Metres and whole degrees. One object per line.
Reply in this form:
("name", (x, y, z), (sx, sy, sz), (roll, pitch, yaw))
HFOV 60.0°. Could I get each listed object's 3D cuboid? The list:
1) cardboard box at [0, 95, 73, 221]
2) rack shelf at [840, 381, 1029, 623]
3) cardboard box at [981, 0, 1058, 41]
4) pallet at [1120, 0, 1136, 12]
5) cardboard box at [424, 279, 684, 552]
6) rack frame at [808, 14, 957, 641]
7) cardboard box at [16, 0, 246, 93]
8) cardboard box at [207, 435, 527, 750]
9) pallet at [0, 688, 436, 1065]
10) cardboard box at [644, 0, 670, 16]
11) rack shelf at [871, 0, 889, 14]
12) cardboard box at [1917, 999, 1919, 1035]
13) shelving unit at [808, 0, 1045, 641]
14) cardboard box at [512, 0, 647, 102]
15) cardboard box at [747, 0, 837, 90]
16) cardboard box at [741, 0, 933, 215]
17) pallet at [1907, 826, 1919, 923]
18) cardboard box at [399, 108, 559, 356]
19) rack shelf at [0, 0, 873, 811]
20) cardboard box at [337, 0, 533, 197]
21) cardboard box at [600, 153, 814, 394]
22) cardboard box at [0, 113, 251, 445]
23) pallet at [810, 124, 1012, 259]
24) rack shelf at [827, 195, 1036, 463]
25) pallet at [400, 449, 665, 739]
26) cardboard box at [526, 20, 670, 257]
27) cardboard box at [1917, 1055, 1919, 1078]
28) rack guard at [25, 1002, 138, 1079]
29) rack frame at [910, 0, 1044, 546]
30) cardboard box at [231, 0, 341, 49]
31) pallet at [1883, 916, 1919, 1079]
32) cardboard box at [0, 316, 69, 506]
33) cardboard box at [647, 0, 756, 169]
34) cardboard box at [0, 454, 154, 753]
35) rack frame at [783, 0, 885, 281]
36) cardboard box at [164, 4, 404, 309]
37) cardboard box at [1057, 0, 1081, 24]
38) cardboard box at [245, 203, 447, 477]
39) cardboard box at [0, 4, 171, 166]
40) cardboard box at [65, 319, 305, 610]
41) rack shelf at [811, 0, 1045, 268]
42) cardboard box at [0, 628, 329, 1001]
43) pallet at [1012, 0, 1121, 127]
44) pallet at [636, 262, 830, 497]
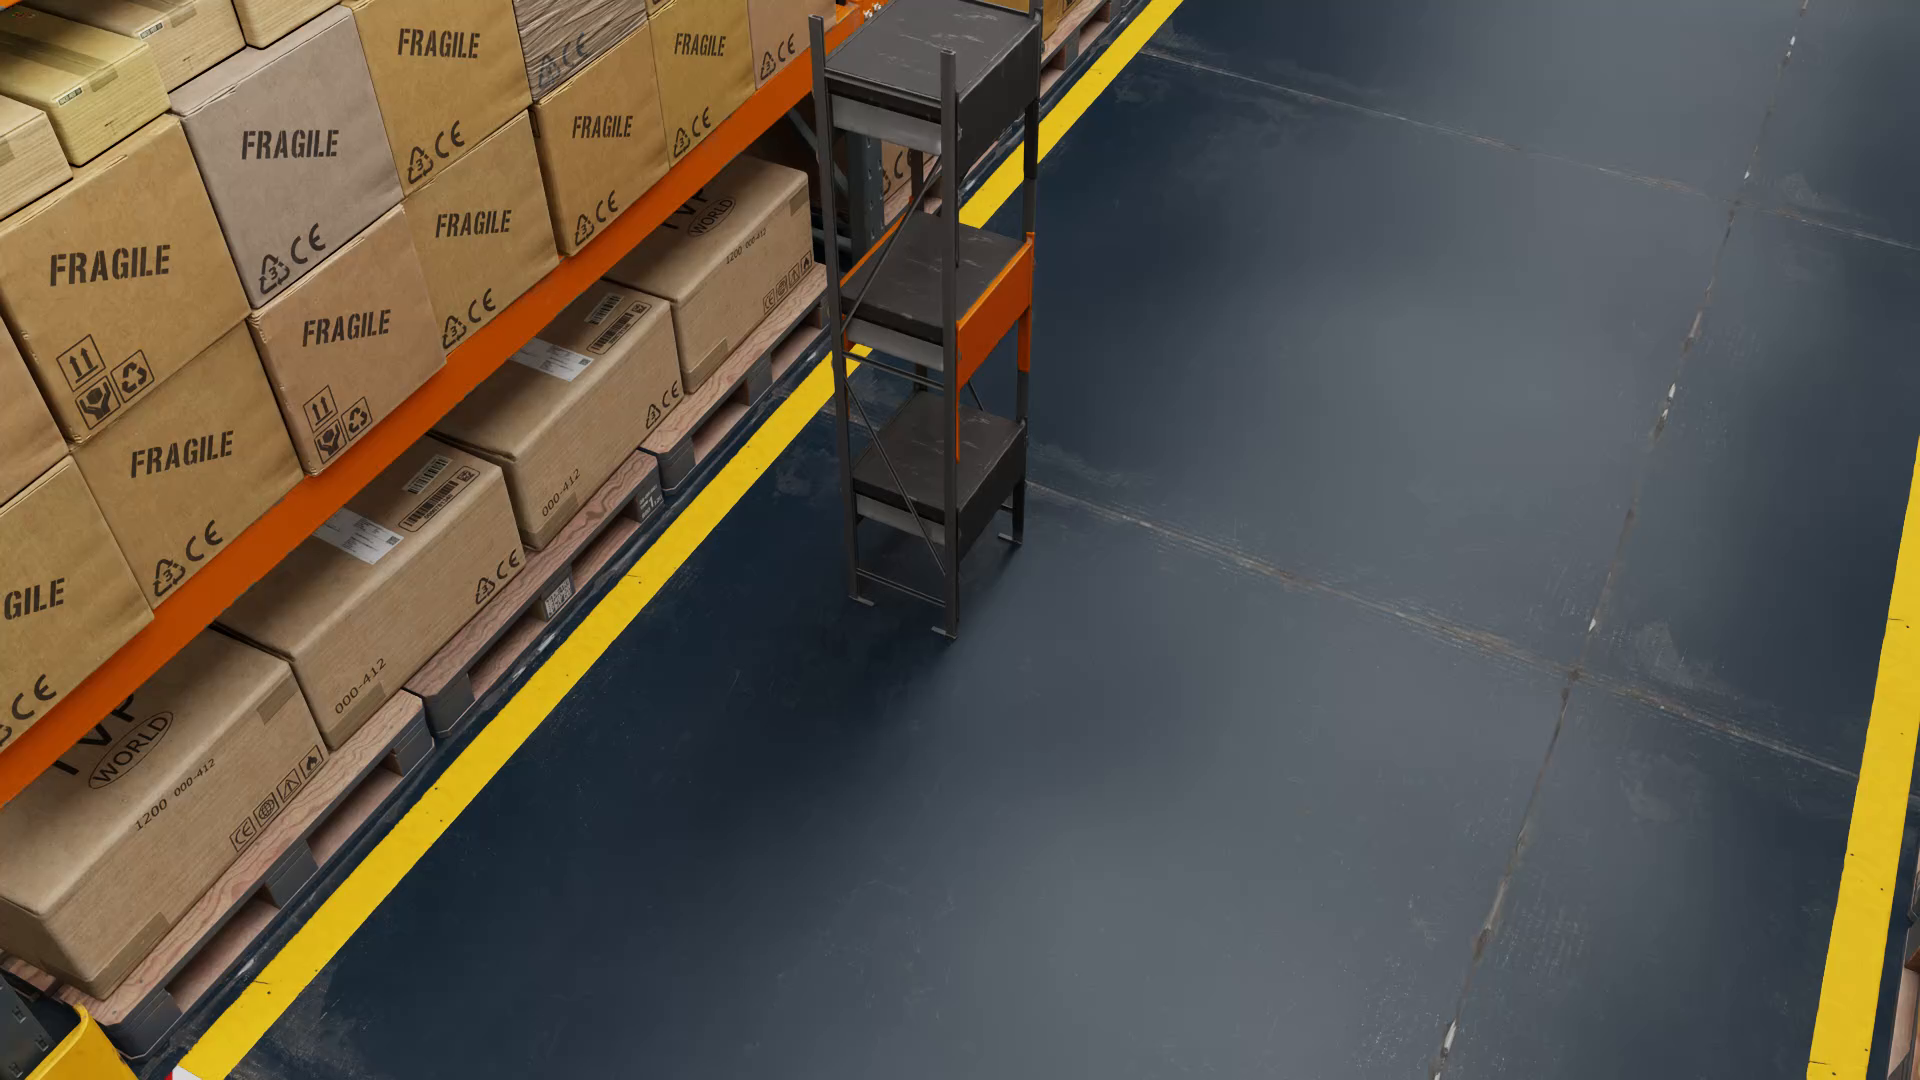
("cardboard box", (-1.930, -0.739, 3.142), (0.380, 0.149, 0.250), (22, 49, 20))
("rack shelf", (-0.077, -0.132, 5.408), (0.431, 0.518, 0.480), (20, 49, 19))
("cardboard box", (-0.135, -2.587, 7.397), (0.875, 0.875, 0.875), (22, 49, 20))
("pallet", (0.660, -3.266, 8.829), (1.003, 0.211, 1.213), (20, 49, 19))
("cardboard box", (-1.566, -0.521, 5.662), (0.875, 0.438, 0.875), (19, 48, 18))
("rack frame", (-0.190, -0.480, 4.748), (0.400, 2.100, 0.015), (20, 49, 19))
("cardboard box", (-1.749, -1.094, 3.493), (0.380, 0.149, 0.250), (21, 49, 19))
("cardboard box", (-1.986, 0.047, 5.101), (0.875, 0.438, 0.875), (22, 49, 20))
("pallet", (-2.319, 0.773, 4.838), (1.003, 0.211, 1.213), (20, 49, 19))
("cardboard box", (-0.981, -1.879, 4.725), (0.500, 0.500, 0.500), (20, 49, 18))
("rack shelf", (0.164, -3.205, 7.314), (1.077, 0.370, 4.000), (20, 49, 19))
("cardboard box", (2.647, 1.181, 4.182), (0.380, 0.149, 0.250), (19, 48, 18))
("shelving unit", (-0.077, -0.634, 4.900), (0.431, 2.100, 0.503), (20, 49, 19))
("cardboard box", (-1.209, -1.555, 4.405), (0.500, 0.500, 0.500), (21, 49, 20))
("cardboard box", (-0.753, -1.856, 5.405), (0.500, 0.500, 0.500), (21, 49, 19))
("cardboard box", (-0.547, -2.016, 6.832), (0.875, 0.875, 0.875), (22, 49, 20))
("pallet", (3.387, 0.788, 4.823), (1.003, 0.211, 1.213), (20, 49, 19))
("cardboard box", (-1.464, -0.884, 4.445), (0.500, 0.500, 0.500), (22, 49, 20))
("rack shelf", (-1.693, -0.685, 4.824), (1.077, 0.370, 4.000), (20, 49, 19))
("cardboard box", (-1.449, -1.242, 4.095), (0.500, 0.500, 0.500), (21, 49, 19))
("cardboard box", (-1.151, -1.085, 6.219), (0.875, 0.438, 0.875), (20, 49, 19))
("cardboard box", (-1.912, -0.601, 3.461), (0.500, 0.500, 0.500), (19, 48, 18))
("pallet", (-0.473, -1.729, 7.310), (1.003, 0.211, 1.213), (20, 49, 19))
("rack shelf", (-0.077, -0.624, 4.910), (0.431, 0.518, 0.480), (20, 49, 19))
("pallet", (-1.752, 0.007, 5.595), (1.003, 0.211, 1.213), (20, 49, 19))
("cardboard box", (-1.208, -1.209, 4.765), (0.500, 0.500, 0.500), (20, 49, 18))
("cardboard box", (2.510, 1.220, 3.936), (0.380, 0.149, 0.250), (21, 49, 19))
("rack guard", (-2.632, 1.216, 4.197), (1.175, 0.500, 0.348), (20, 49, 19))
("rack frame", (0.036, -0.788, 5.052), (0.400, 2.100, 0.015), (20, 49, 19))
("cardboard box", (-1.596, -1.237, 3.634), (0.380, 0.149, 0.250), (21, 49, 19))
("pallet", (2.821, 1.559, 4.060), (1.003, 0.211, 1.213), (20, 49, 19))
("cardboard box", (-2.146, -0.273, 3.137), (0.500, 0.500, 0.500), (19, 48, 18))
("cardboard box", (-0.987, -1.530, 5.083), (0.500, 0.500, 0.500), (19, 48, 18))
("cardboard box", (-2.144, 0.079, 3.492), (0.500, 0.500, 0.500), (20, 49, 19))
("rack frame", (-0.764, -2.198, 5.813), (1.000, 3.000, 0.127), (20, 49, 19))
("cardboard box", (-1.680, -0.928, 3.784), (0.500, 0.500, 0.500), (20, 49, 19))
("cardboard box", (0.281, -3.150, 7.953), (0.875, 0.875, 0.875), (21, 49, 20))
("cardboard box", (-1.682, -0.563, 4.127), (0.500, 0.500, 0.500), (20, 49, 19))
("cardboard box", (-1.824, -0.911, 3.312), (0.380, 0.149, 0.250), (19, 48, 18))
("cardboard box", (-1.934, -0.249, 3.816), (0.500, 0.500, 0.500), (20, 49, 19))
("rack shelf", (-0.077, -1.116, 4.412), (0.431, 0.518, 0.480), (20, 49, 19))
("cardboard box", (-2.403, 0.626, 4.528), (0.875, 0.438, 0.875), (19, 48, 18))
("pallet", (0.092, -2.500, 8.072), (1.003, 0.211, 1.213), (20, 49, 19))
("pallet", (-1.187, -0.764, 6.357), (1.003, 0.211, 1.213), (20, 49, 19))
